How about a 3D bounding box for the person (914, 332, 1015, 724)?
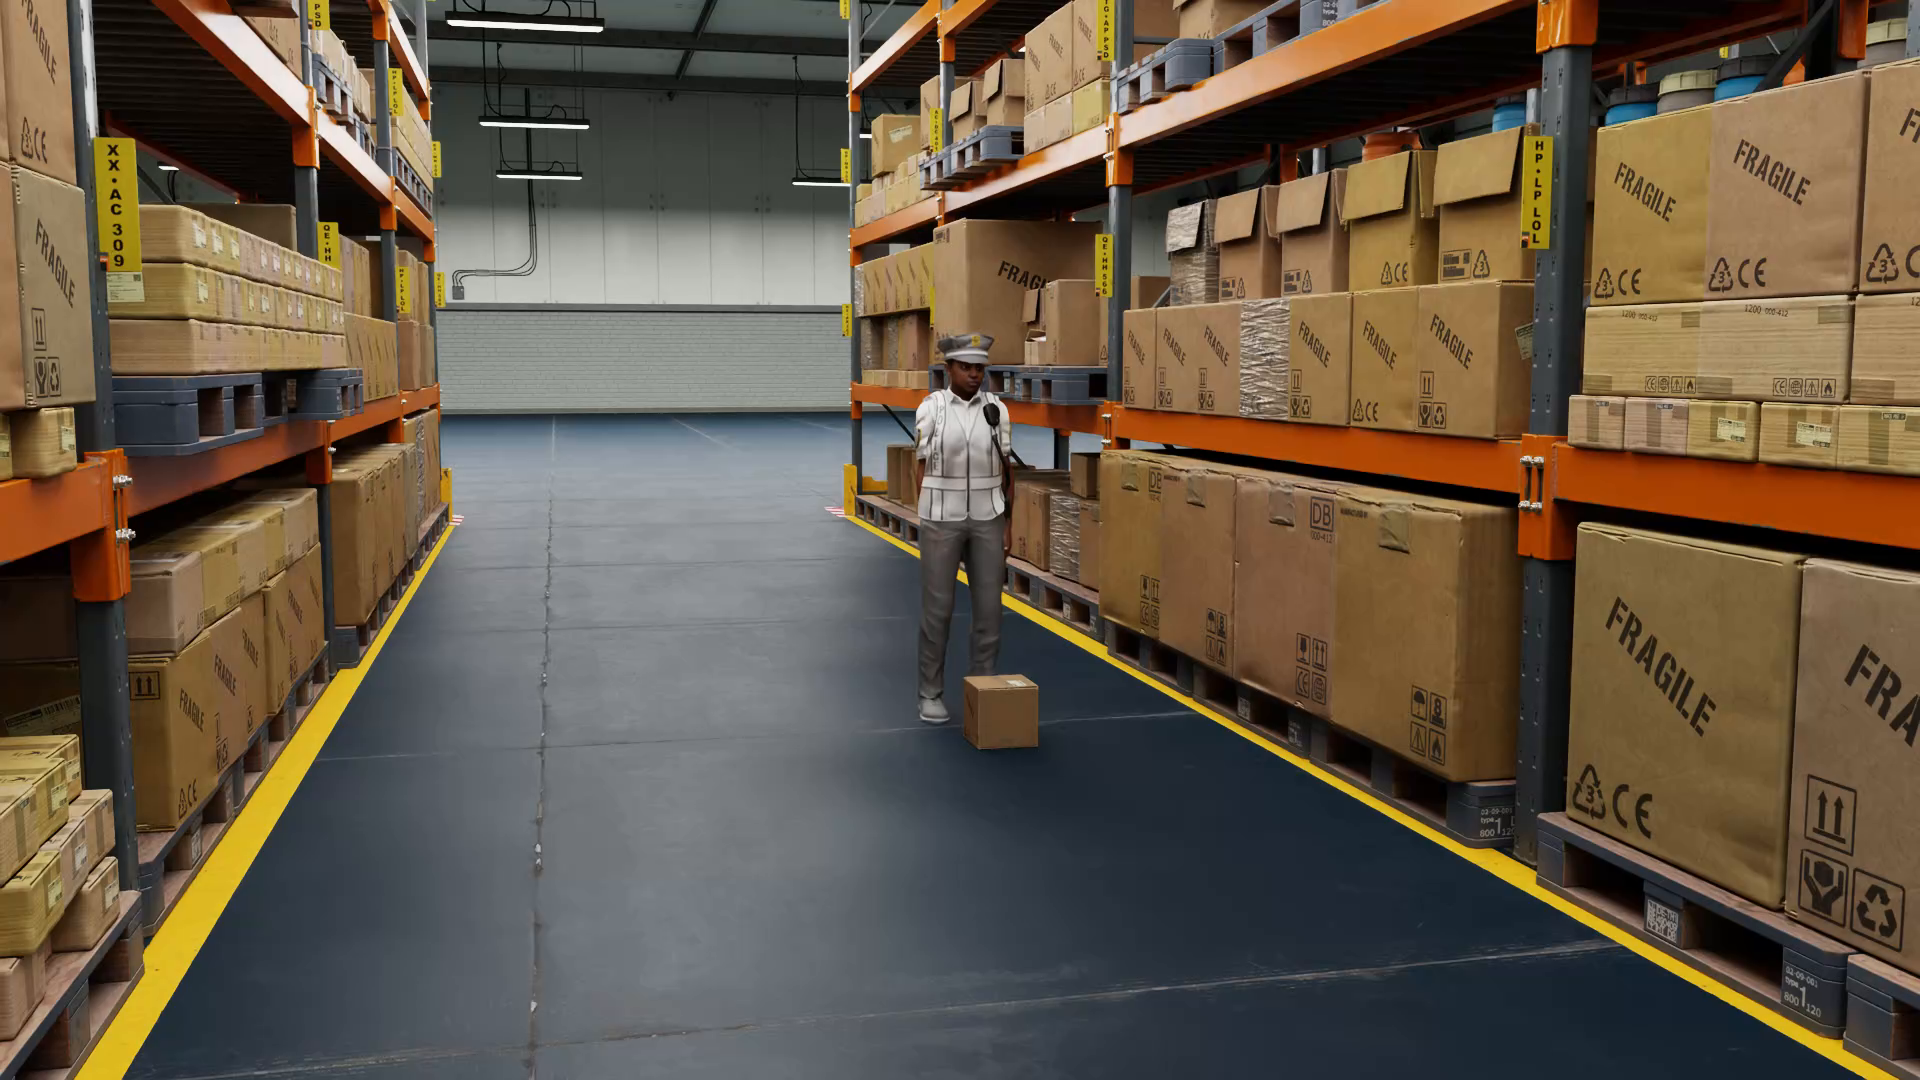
[{"bbox_3d":[0.027,-0.054,7.182,0.437,1.672,0.341,-1,6,-12],"label":"person"}]
